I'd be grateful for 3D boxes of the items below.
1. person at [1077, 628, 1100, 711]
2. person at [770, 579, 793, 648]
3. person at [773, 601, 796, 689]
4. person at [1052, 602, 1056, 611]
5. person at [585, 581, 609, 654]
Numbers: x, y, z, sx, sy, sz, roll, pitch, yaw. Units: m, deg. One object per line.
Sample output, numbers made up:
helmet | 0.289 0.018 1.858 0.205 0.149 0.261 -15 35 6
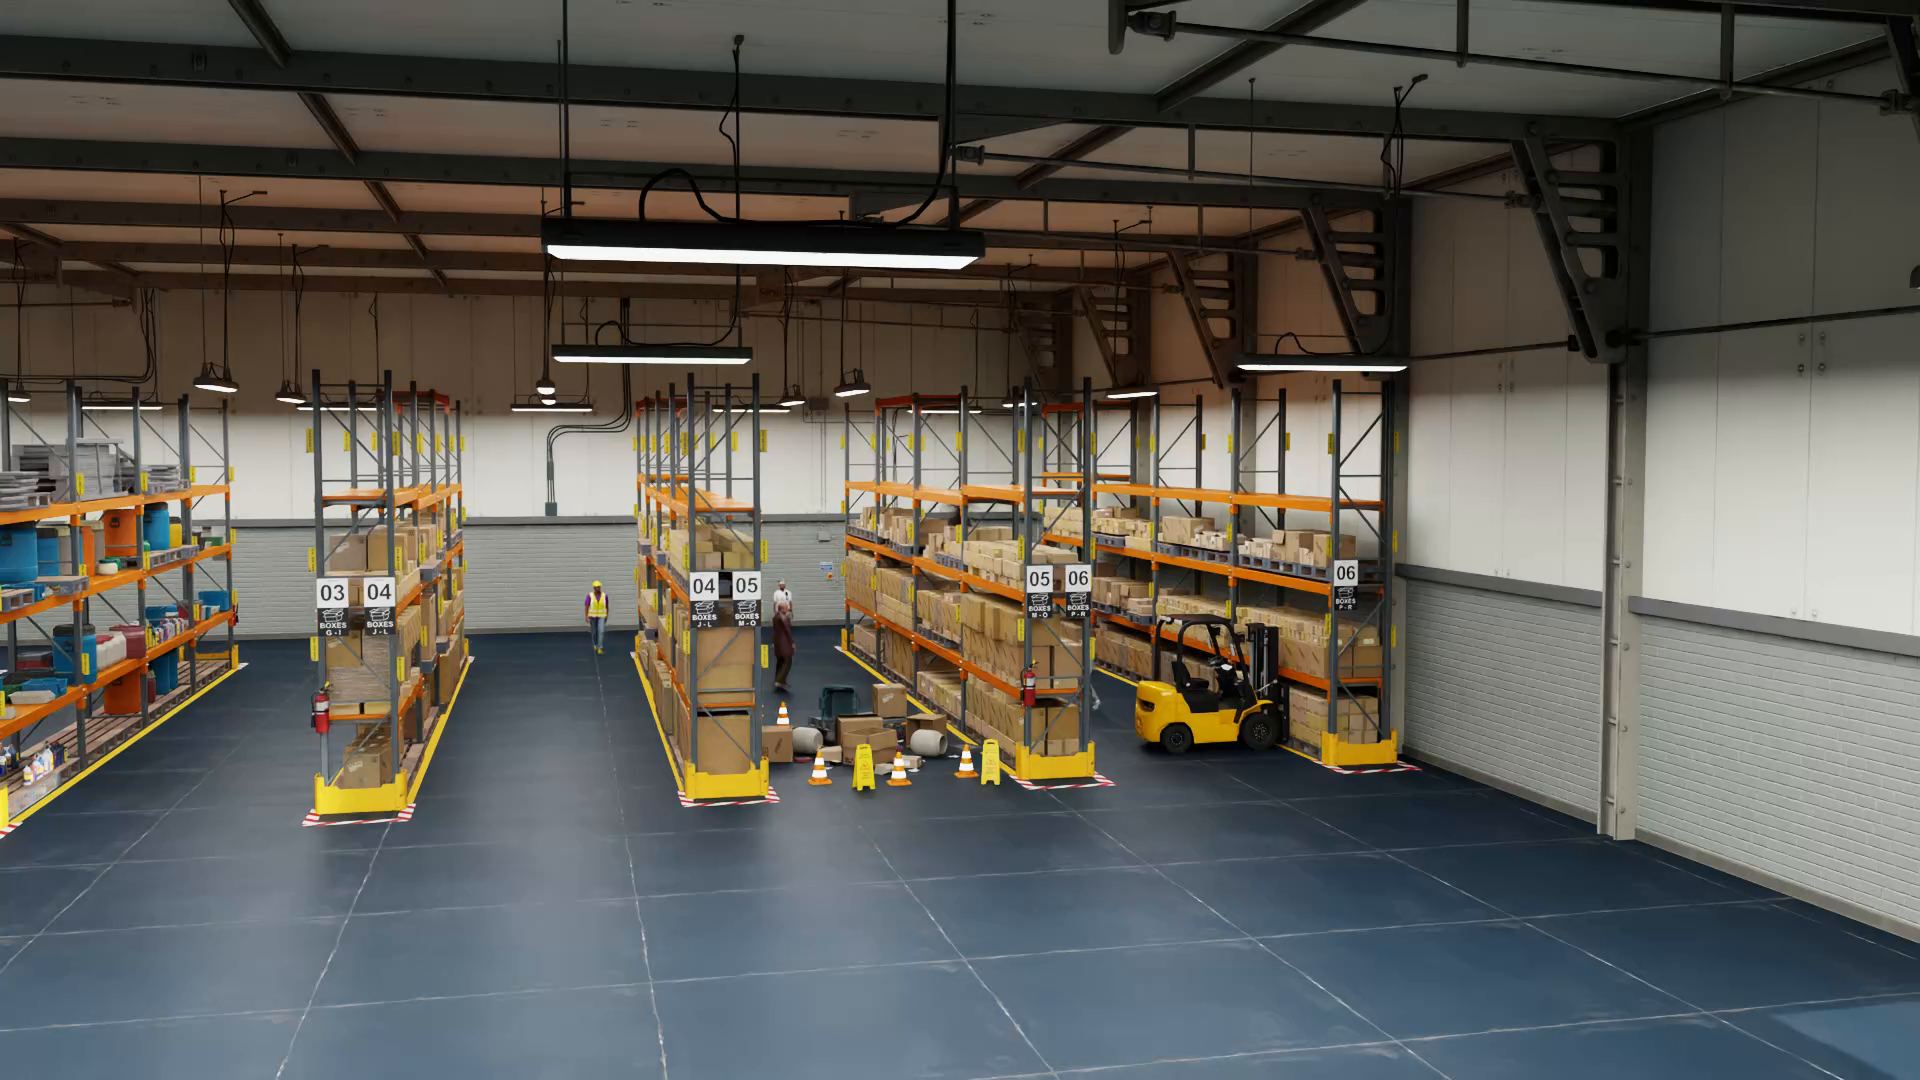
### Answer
person | 2.339 2.429 31.162 0.504 1.565 0.523 2 4 34
person | -4.371 1.807 40.949 0.535 1.709 0.408 1 3 18
person | -3.621 2.145 33.890 0.521 1.792 0.579 -2 4 -28
person | 1.927 1.998 37.031 0.366 1.722 0.553 -2 4 -26
person | -8.677 1.847 39.708 0.554 1.730 0.986 0 3 -7
